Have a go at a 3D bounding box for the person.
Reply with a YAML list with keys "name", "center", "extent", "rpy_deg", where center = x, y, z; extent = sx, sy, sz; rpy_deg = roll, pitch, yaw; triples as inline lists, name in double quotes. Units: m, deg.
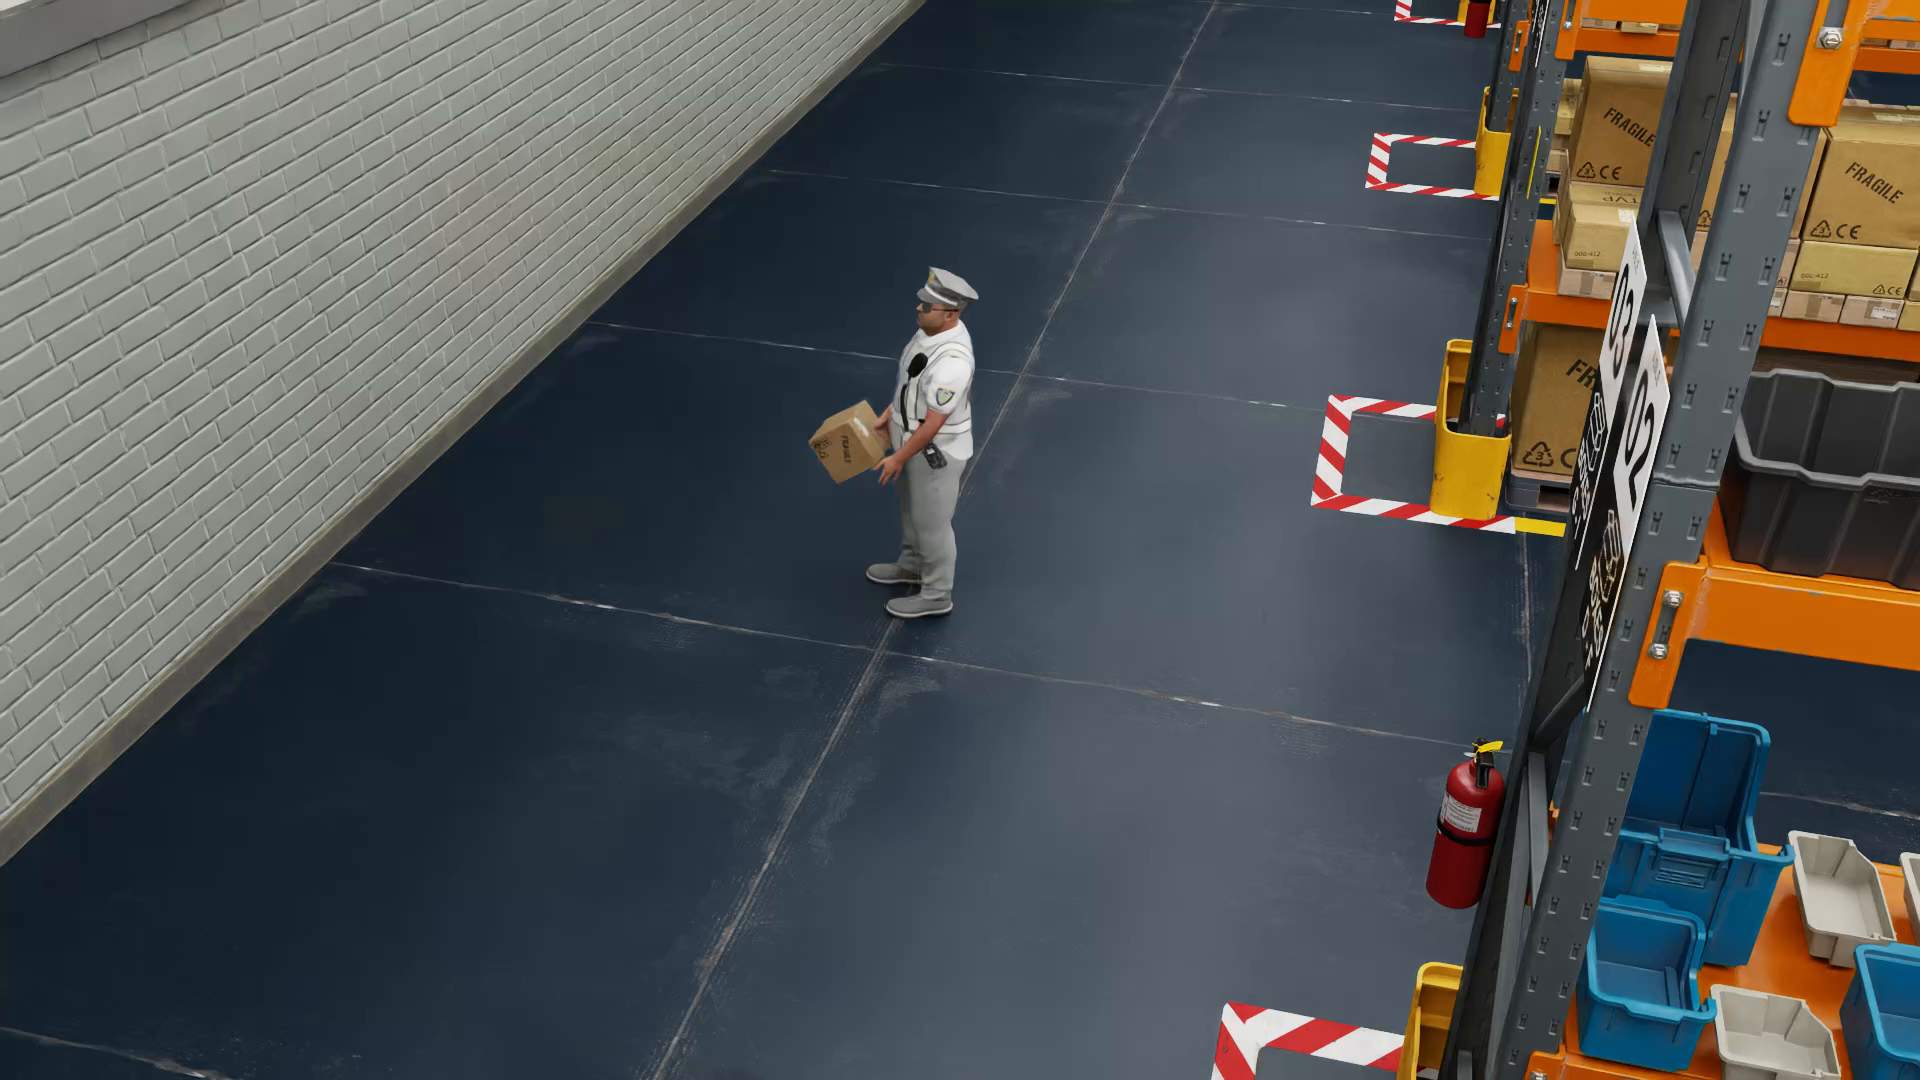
- name: "person"
  center: [-0.186, -0.455, 7.801]
  extent: [0.508, 1.786, 0.591]
  rpy_deg: [-5, 33, -8]
